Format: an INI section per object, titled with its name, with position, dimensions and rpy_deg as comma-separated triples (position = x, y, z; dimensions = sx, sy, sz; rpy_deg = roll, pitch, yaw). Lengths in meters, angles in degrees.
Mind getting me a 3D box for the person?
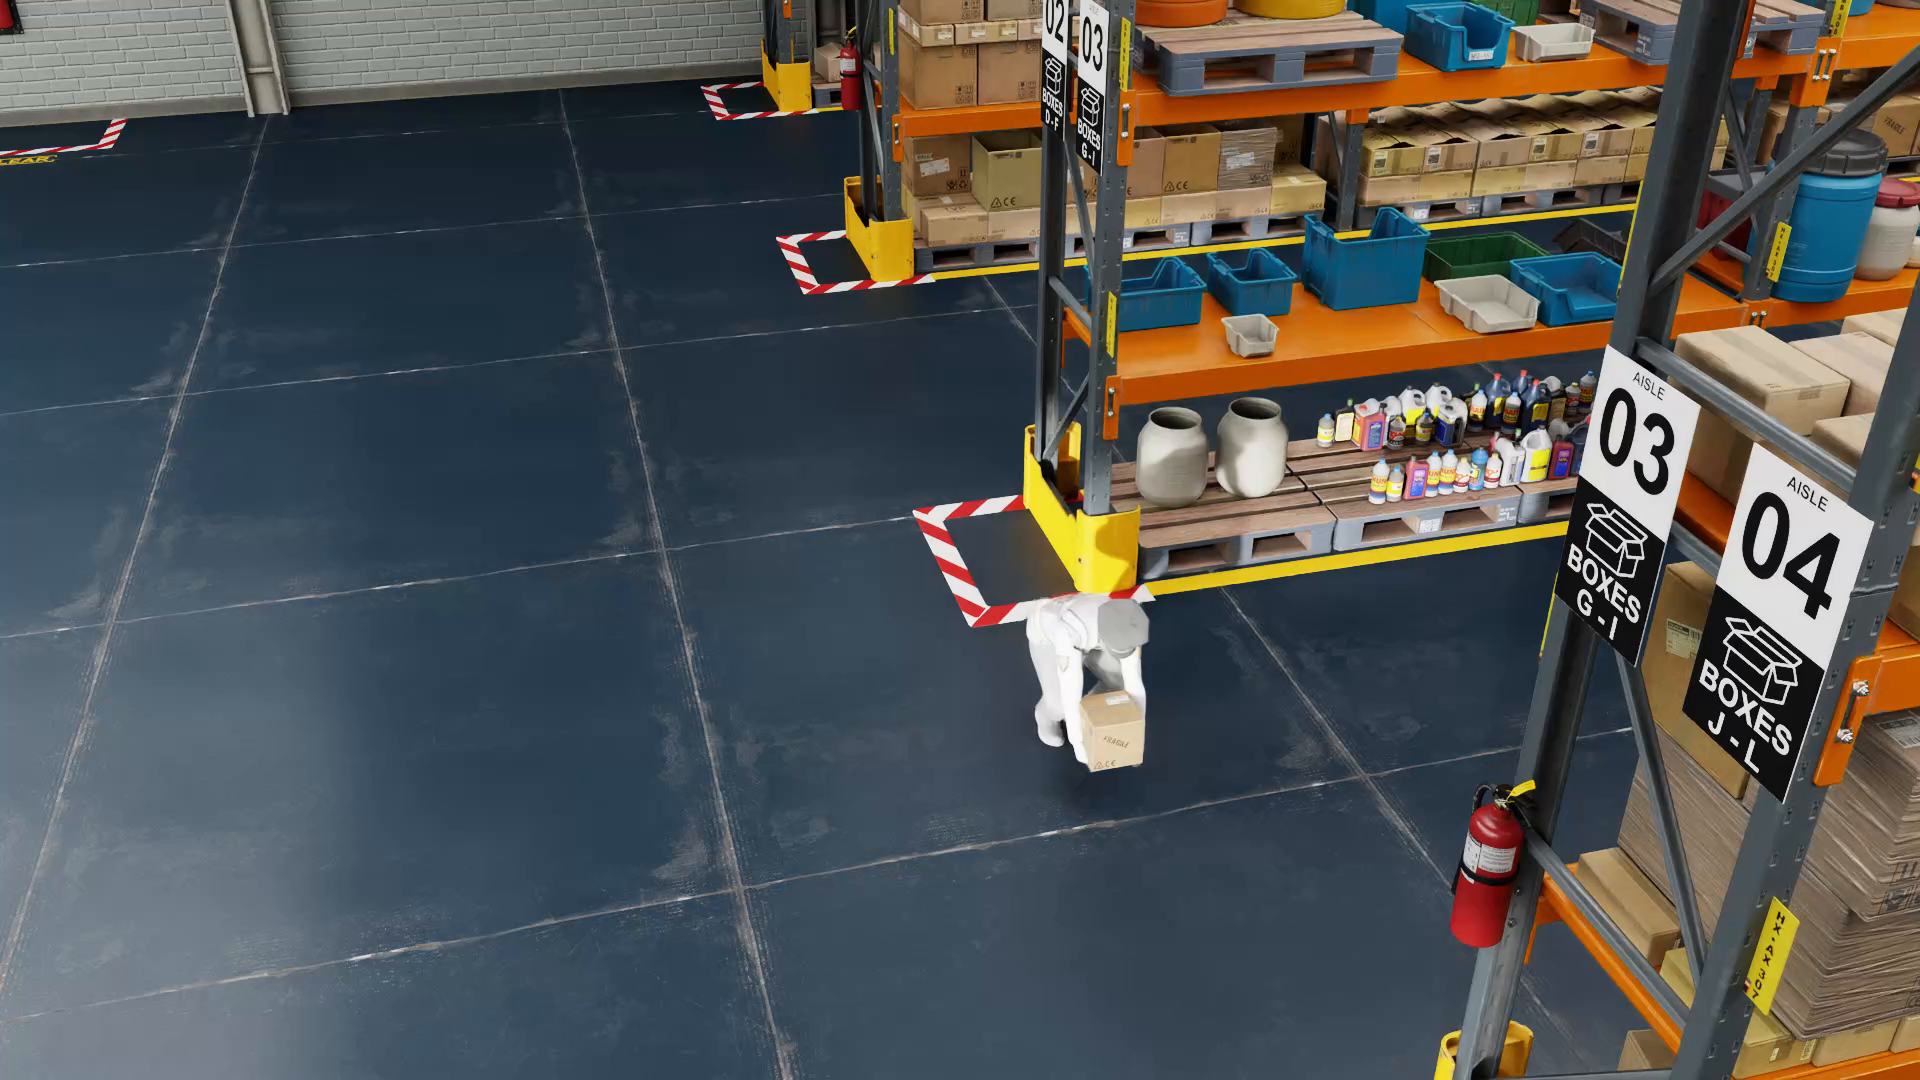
[person]
position = 0.607, 0.585, 7.924
dimensions = 0.459, 0.981, 0.855
rpy_deg = -9, 32, -14
